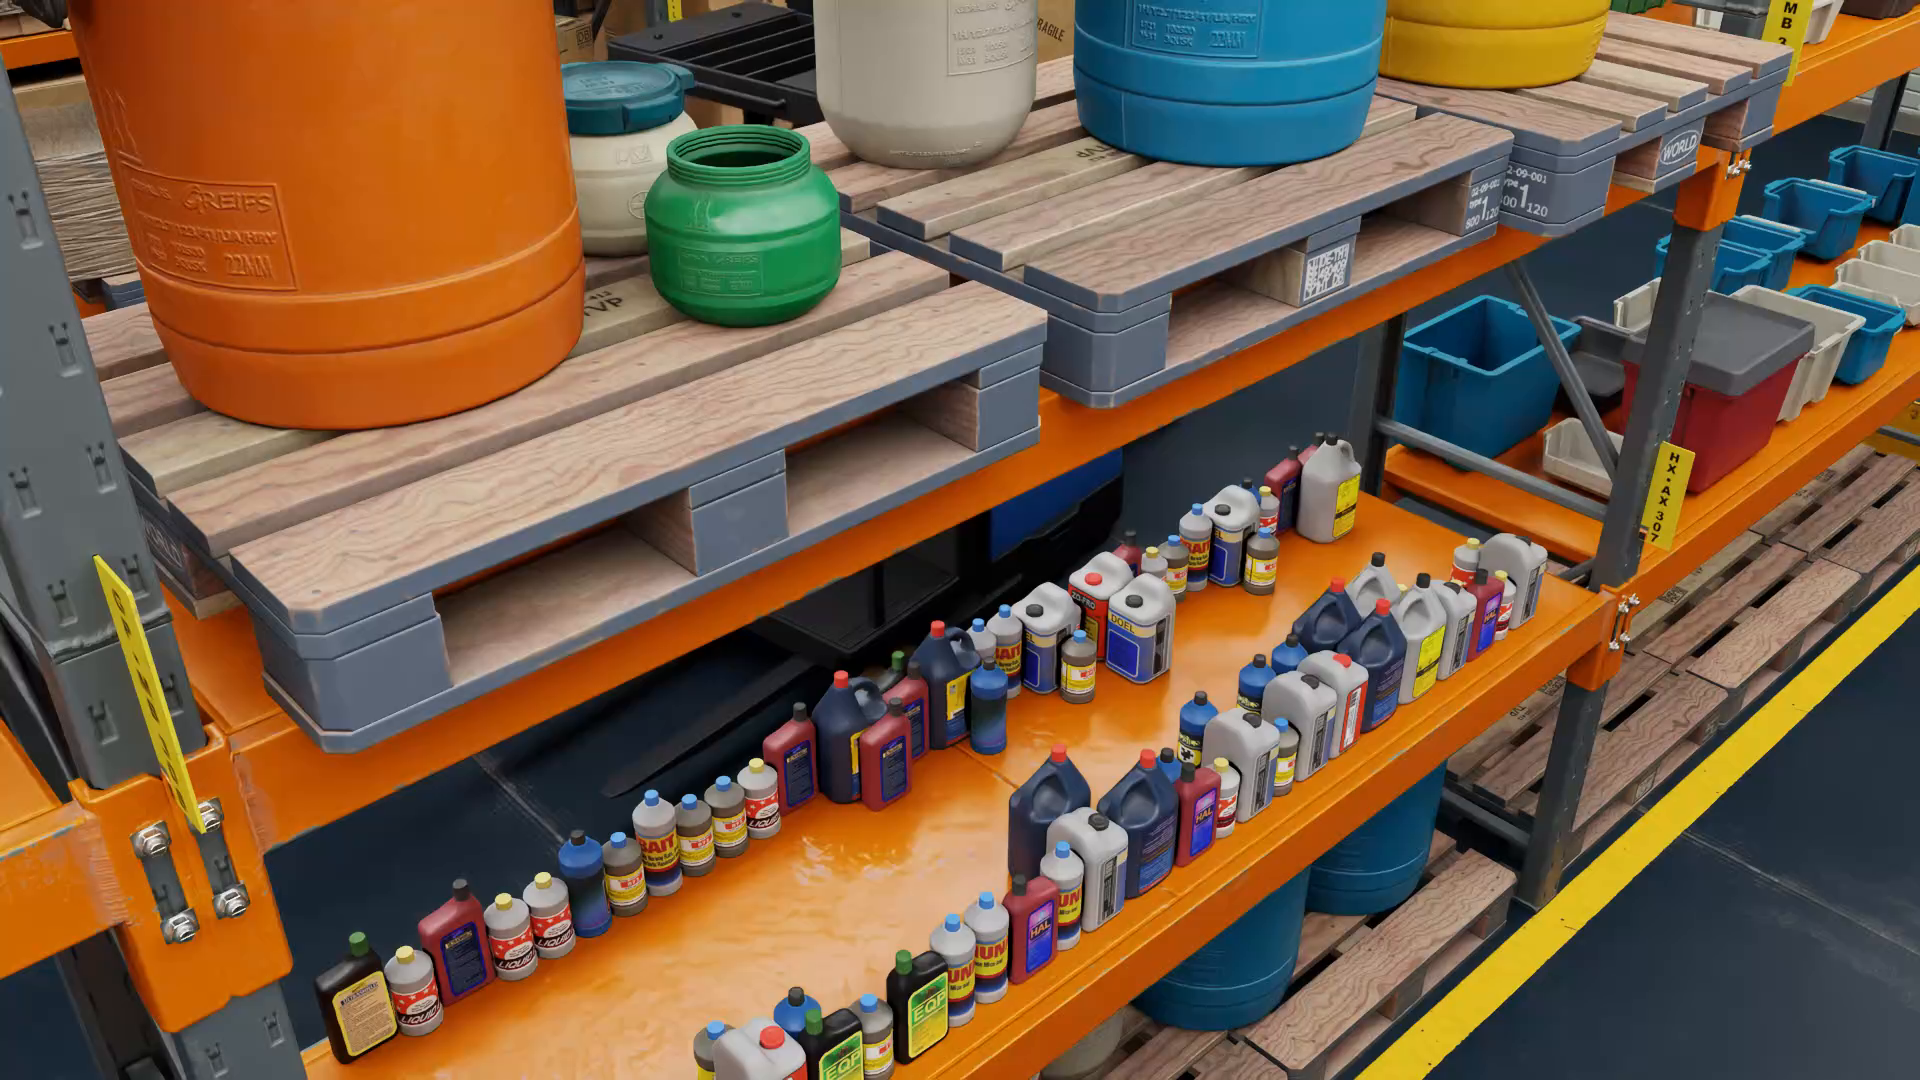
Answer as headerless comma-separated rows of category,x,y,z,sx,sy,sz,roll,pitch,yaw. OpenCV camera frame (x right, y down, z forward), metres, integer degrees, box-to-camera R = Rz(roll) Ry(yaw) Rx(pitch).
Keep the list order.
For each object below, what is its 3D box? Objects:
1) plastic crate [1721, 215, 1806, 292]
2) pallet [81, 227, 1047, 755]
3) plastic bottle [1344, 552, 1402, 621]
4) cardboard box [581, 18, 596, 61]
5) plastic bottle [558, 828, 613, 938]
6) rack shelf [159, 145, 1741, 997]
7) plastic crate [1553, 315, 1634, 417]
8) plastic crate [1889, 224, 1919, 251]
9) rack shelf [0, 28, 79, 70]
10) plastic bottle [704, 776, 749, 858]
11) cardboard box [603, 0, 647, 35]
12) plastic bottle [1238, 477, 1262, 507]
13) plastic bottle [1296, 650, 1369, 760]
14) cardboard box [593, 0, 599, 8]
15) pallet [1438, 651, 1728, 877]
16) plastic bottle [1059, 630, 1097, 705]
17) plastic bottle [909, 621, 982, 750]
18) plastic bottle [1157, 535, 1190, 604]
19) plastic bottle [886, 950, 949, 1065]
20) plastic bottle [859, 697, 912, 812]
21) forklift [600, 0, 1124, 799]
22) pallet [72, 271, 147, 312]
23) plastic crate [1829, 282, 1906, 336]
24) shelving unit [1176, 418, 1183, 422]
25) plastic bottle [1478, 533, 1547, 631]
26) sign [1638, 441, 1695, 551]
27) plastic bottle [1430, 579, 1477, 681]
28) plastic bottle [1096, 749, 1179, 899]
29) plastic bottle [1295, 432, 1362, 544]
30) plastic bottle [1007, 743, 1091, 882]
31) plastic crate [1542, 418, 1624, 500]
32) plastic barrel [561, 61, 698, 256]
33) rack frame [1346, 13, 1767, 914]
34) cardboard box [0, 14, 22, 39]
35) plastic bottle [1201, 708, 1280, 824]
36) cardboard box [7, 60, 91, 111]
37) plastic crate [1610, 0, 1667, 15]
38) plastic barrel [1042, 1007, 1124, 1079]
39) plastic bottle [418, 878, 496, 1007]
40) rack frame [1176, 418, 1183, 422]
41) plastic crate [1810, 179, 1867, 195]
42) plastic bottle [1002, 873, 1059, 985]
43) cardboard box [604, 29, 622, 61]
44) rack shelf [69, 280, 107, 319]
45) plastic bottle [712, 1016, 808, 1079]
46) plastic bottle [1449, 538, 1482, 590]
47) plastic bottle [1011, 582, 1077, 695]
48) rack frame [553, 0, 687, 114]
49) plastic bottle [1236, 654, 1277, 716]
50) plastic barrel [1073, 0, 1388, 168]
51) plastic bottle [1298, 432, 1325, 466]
plastic crate,3.234,-1.163,6.879,0.300,0.233,0.416,-26,40,-35
pallet,-0.635,-0.232,2.561,1.213,0.211,1.003,-26,40,-35
plastic bottle,1.121,0.199,4.597,0.185,0.351,0.144,-26,40,-35
cardboard box,-3.313,-3.897,13.241,0.500,0.500,0.700,-27,41,-37
plastic bottle,-0.847,0.764,3.749,0.097,0.271,0.097,0,31,0
rack shelf,0.204,-0.482,3.477,4.000,0.370,1.077,-26,40,-35
plastic crate,2.309,-0.626,6.105,0.590,0.125,0.437,-26,40,-35
plastic crate,4.129,-1.192,7.019,0.243,0.136,0.396,-26,40,-35
rack shelf,-6.532,-2.992,10.457,4.000,0.370,1.077,-26,40,-35
plastic bottle,-0.561,0.656,3.993,0.097,0.201,0.097,0,31,0
cardboard box,-1.500,-2.862,8.501,0.500,0.500,0.500,-26,40,-35
plastic bottle,0.870,-0.067,5.107,0.097,0.271,0.097,0,31,0
plastic bottle,0.964,0.407,4.329,0.135,0.276,0.152,-26,40,-35
cardboard box,-2.735,-4.324,13.317,0.250,0.149,0.380,-25,39,-34
pallet,2.184,0.696,6.410,1.213,0.211,1.003,-26,40,-35
plastic bottle,0.322,0.337,4.514,0.097,0.201,0.097,0,31,0
plastic bottle,-0.039,0.356,4.340,0.185,0.351,0.144,-26,40,-35
plastic bottle,0.629,0.080,4.934,0.097,0.201,0.097,0,31,0
plastic bottle,-0.087,0.944,3.442,0.133,0.283,0.061,-26,40,-35
plastic bottle,-0.184,0.528,4.123,0.133,0.283,0.061,-26,40,-35
forklift,-0.548,-0.880,6.379,1.130,2.935,3.031,22,38,32
pallet,-3.205,-1.305,7.193,1.213,0.211,1.003,-26,40,-35
plastic crate,3.515,-0.874,6.499,0.250,0.136,0.298,-26,40,-35
shelving unit,0.656,-0.979,8.272,0.538,1.125,1.048,22,38,32
plastic bottle,1.602,0.098,4.833,0.135,0.276,0.152,-26,40,-35
sign,2.043,-0.125,4.814,0.005,0.325,0.100,-26,40,-35
plastic bottle,1.334,0.228,4.621,0.135,0.276,0.152,-26,40,-35
plastic bottle,0.412,0.645,3.868,0.185,0.351,0.144,-26,40,-35
plastic bottle,1.163,-0.182,5.220,0.185,0.351,0.144,-26,40,-35
plastic bottle,0.209,0.634,3.885,0.185,0.351,0.144,-26,40,-35
plastic crate,2.109,-0.242,5.465,0.243,0.136,0.396,-26,40,-35
plastic barrel,-0.576,-0.636,2.769,0.301,0.262,0.301,0,31,0
rack frame,1.671,-0.218,5.232,0.127,3.000,1.000,-26,40,-35
cardboard box,-6.082,-3.247,10.407,0.250,0.149,0.380,-27,41,-37
plastic bottle,0.695,0.537,4.116,0.135,0.276,0.152,-26,40,-35
cardboard box,-6.103,-2.673,10.905,0.750,0.750,0.750,-24,39,-34
plastic crate,1.776,-1.673,4.939,0.662,0.188,0.450,-26,40,-35
plastic barrel,0.266,1.268,4.784,0.421,0.512,0.421,0,31,0
plastic bottle,-1.087,0.862,3.577,0.133,0.283,0.061,-26,40,-35
rack frame,0.972,-1.186,8.612,0.500,1.125,0.032,22,38,32
plastic crate,3.908,-1.506,7.533,0.298,0.136,0.250,-26,40,-35
plastic bottle,0.153,0.828,3.632,0.133,0.283,0.061,-26,40,-35
cardboard box,-1.502,-2.433,8.757,0.500,0.500,0.500,-25,39,-35
rack shelf,-3.161,-1.098,7.360,4.000,0.370,1.077,-26,40,-35
plastic bottle,-0.386,1.060,3.261,0.135,0.276,0.152,-26,40,-35
plastic bottle,1.503,0.089,4.920,0.097,0.201,0.097,0,31,0
plastic bottle,0.223,0.264,4.562,0.135,0.276,0.152,-26,40,-35
rack frame,-1.694,-2.114,8.333,0.127,3.000,1.000,-26,40,-35
plastic bottle,0.767,0.415,4.319,0.097,0.271,0.097,0,31,0
plastic barrel,0.523,-1.227,3.123,0.708,0.901,0.600,-26,40,-35
plastic bottle,1.112,-0.202,5.316,0.133,0.283,0.061,-26,40,-35
